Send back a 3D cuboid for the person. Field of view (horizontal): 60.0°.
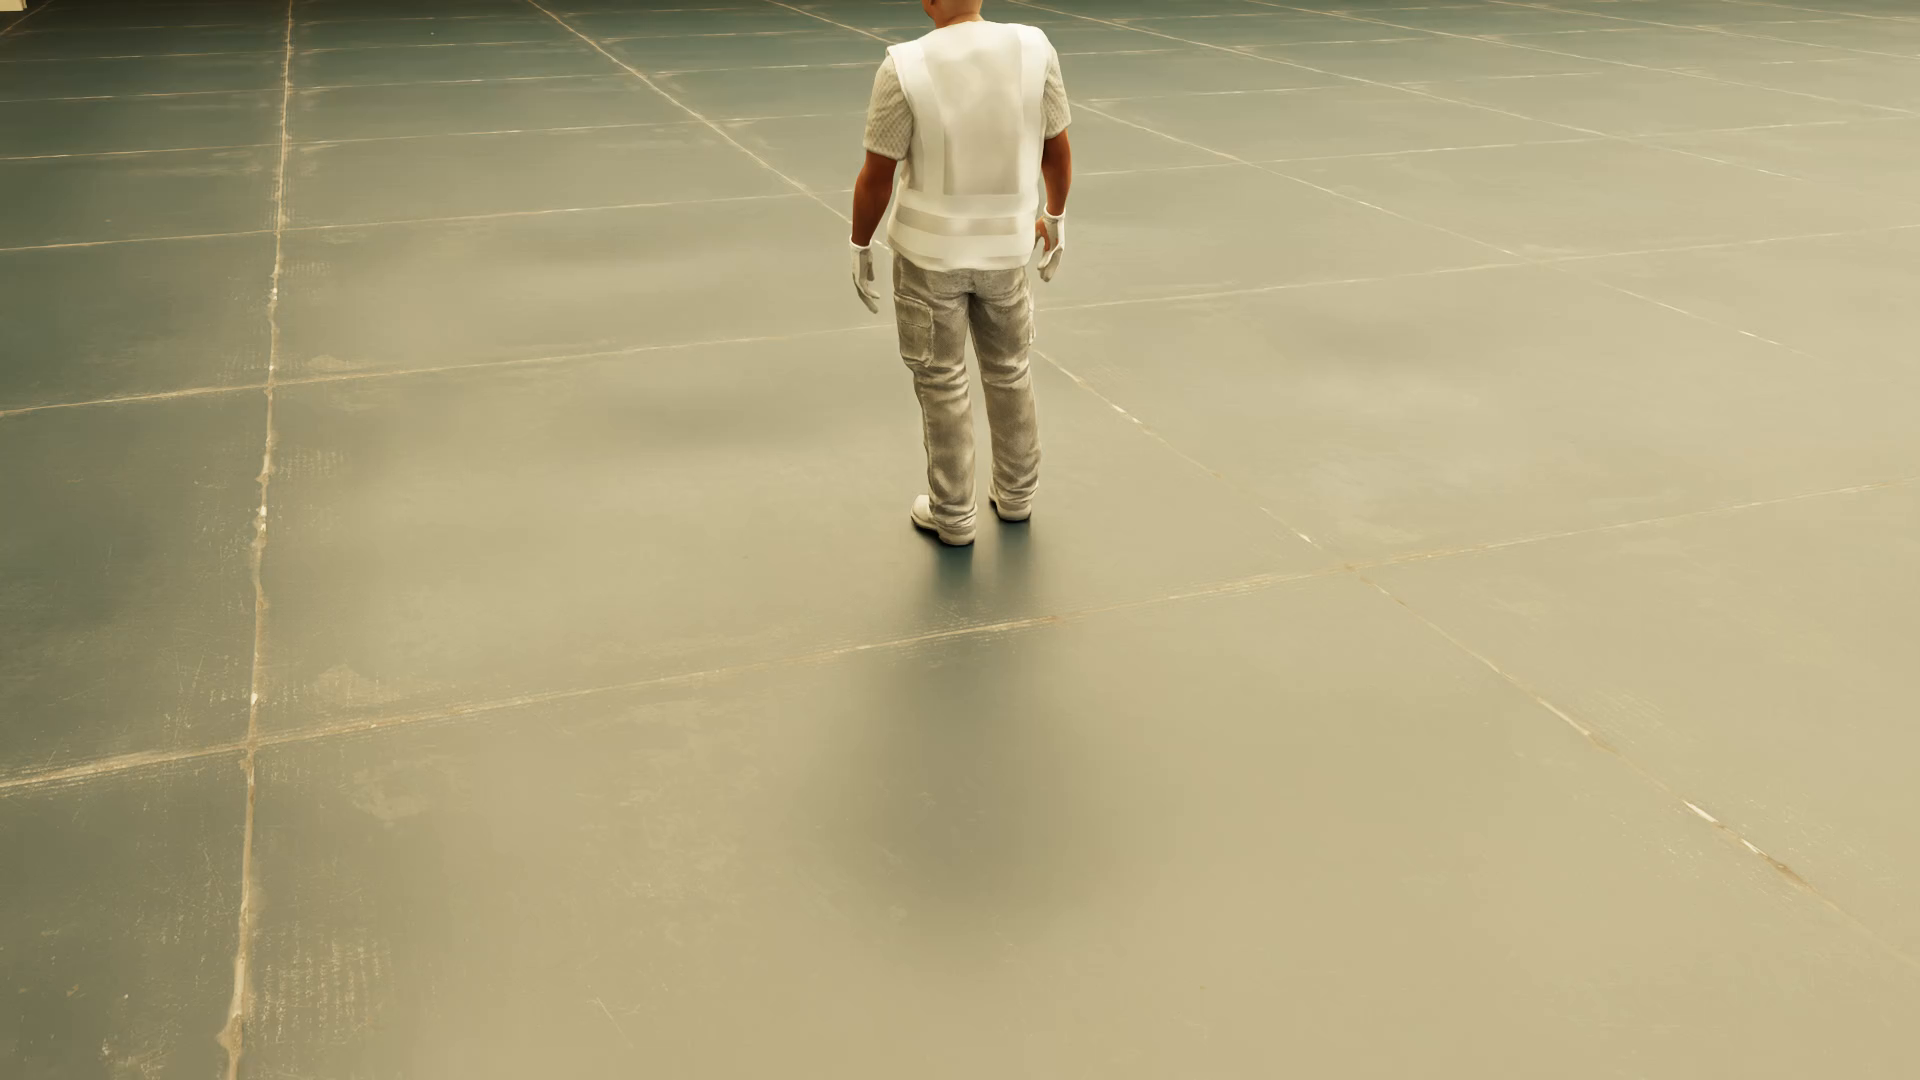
[{"bbox_3d":[-0.017,-0.856,4.796,0.657,1.785,0.575,-8,24,-18],"label":"person"}]
